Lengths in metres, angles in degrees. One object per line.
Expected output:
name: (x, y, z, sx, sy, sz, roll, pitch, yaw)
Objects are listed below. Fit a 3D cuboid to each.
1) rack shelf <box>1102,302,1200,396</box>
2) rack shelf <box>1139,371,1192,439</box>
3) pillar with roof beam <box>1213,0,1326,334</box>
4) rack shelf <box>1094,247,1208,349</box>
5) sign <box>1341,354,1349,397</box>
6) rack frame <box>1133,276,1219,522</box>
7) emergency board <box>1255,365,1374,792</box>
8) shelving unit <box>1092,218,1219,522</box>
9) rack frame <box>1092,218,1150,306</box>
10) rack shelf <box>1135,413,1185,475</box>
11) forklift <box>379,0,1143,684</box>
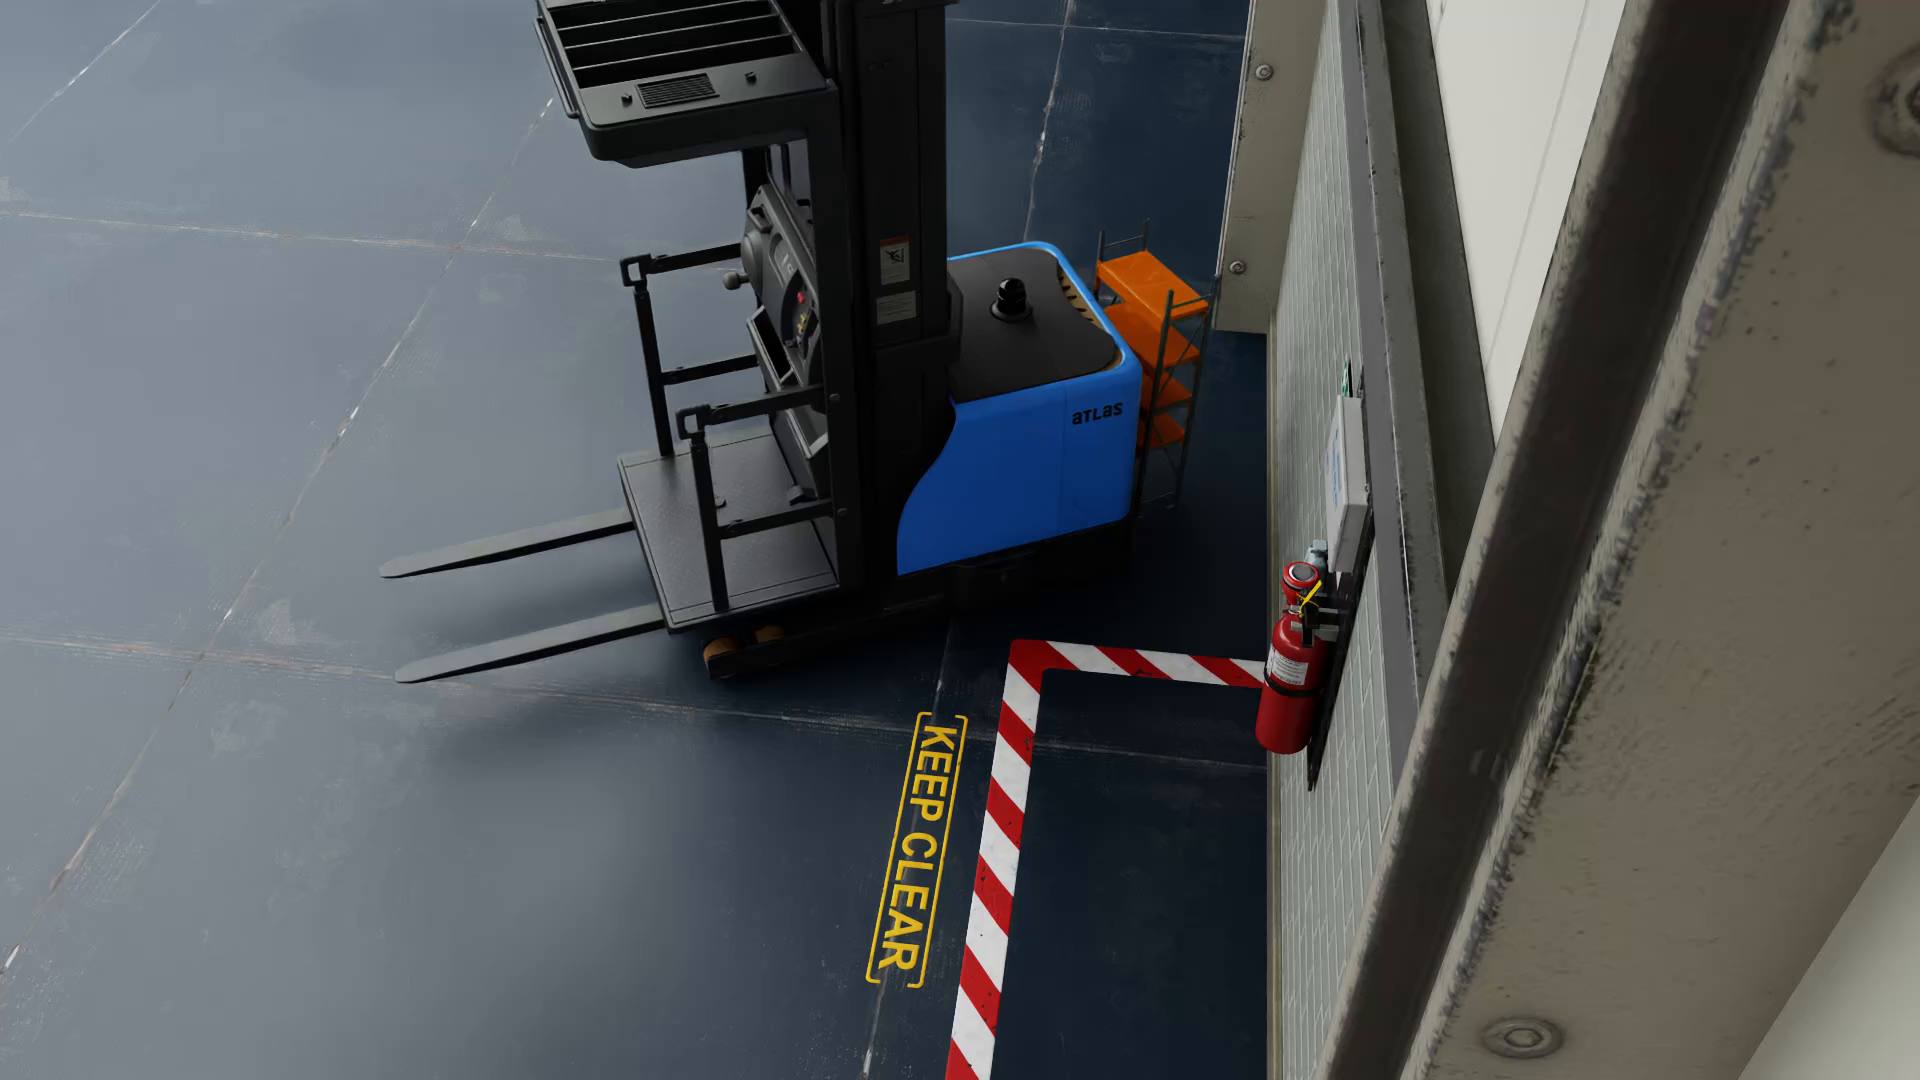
rack shelf: (0.784, -0.829, 7.037, 0.258, 0.148, 0.480, -19, 47, -23)
rack shelf: (0.772, -0.663, 7.186, 0.258, 0.148, 0.480, -19, 47, -23)
pillar with roof beam: (-2.812, -4.843, 5.842, 9.100, 9.000, 0.400, 5, 44, 6)
rack shelf: (0.796, -1.005, 6.880, 0.258, 0.148, 0.480, -19, 47, -23)
sign: (1.192, -0.435, 5.139, 0.001, 0.109, 0.331, 5, 44, 6)
rack frame: (0.896, -0.567, 6.988, 0.240, 1.200, 0.015, -19, 47, -23)
emergency board: (1.026, 0.135, 4.948, 0.194, 1.169, 0.643, 5, 44, 6)
shelving unit: (0.776, -0.713, 7.142, 0.258, 1.200, 0.503, -19, 47, -23)
rack frame: (0.655, -0.859, 7.296, 0.240, 1.200, 0.015, -19, 47, -23)
rack shelf: (0.762, -0.515, 7.319, 0.258, 0.148, 0.480, -19, 47, -23)
forklift: (-0.846, -0.922, 6.114, 3.031, 2.935, 1.130, -14, 45, -14)
